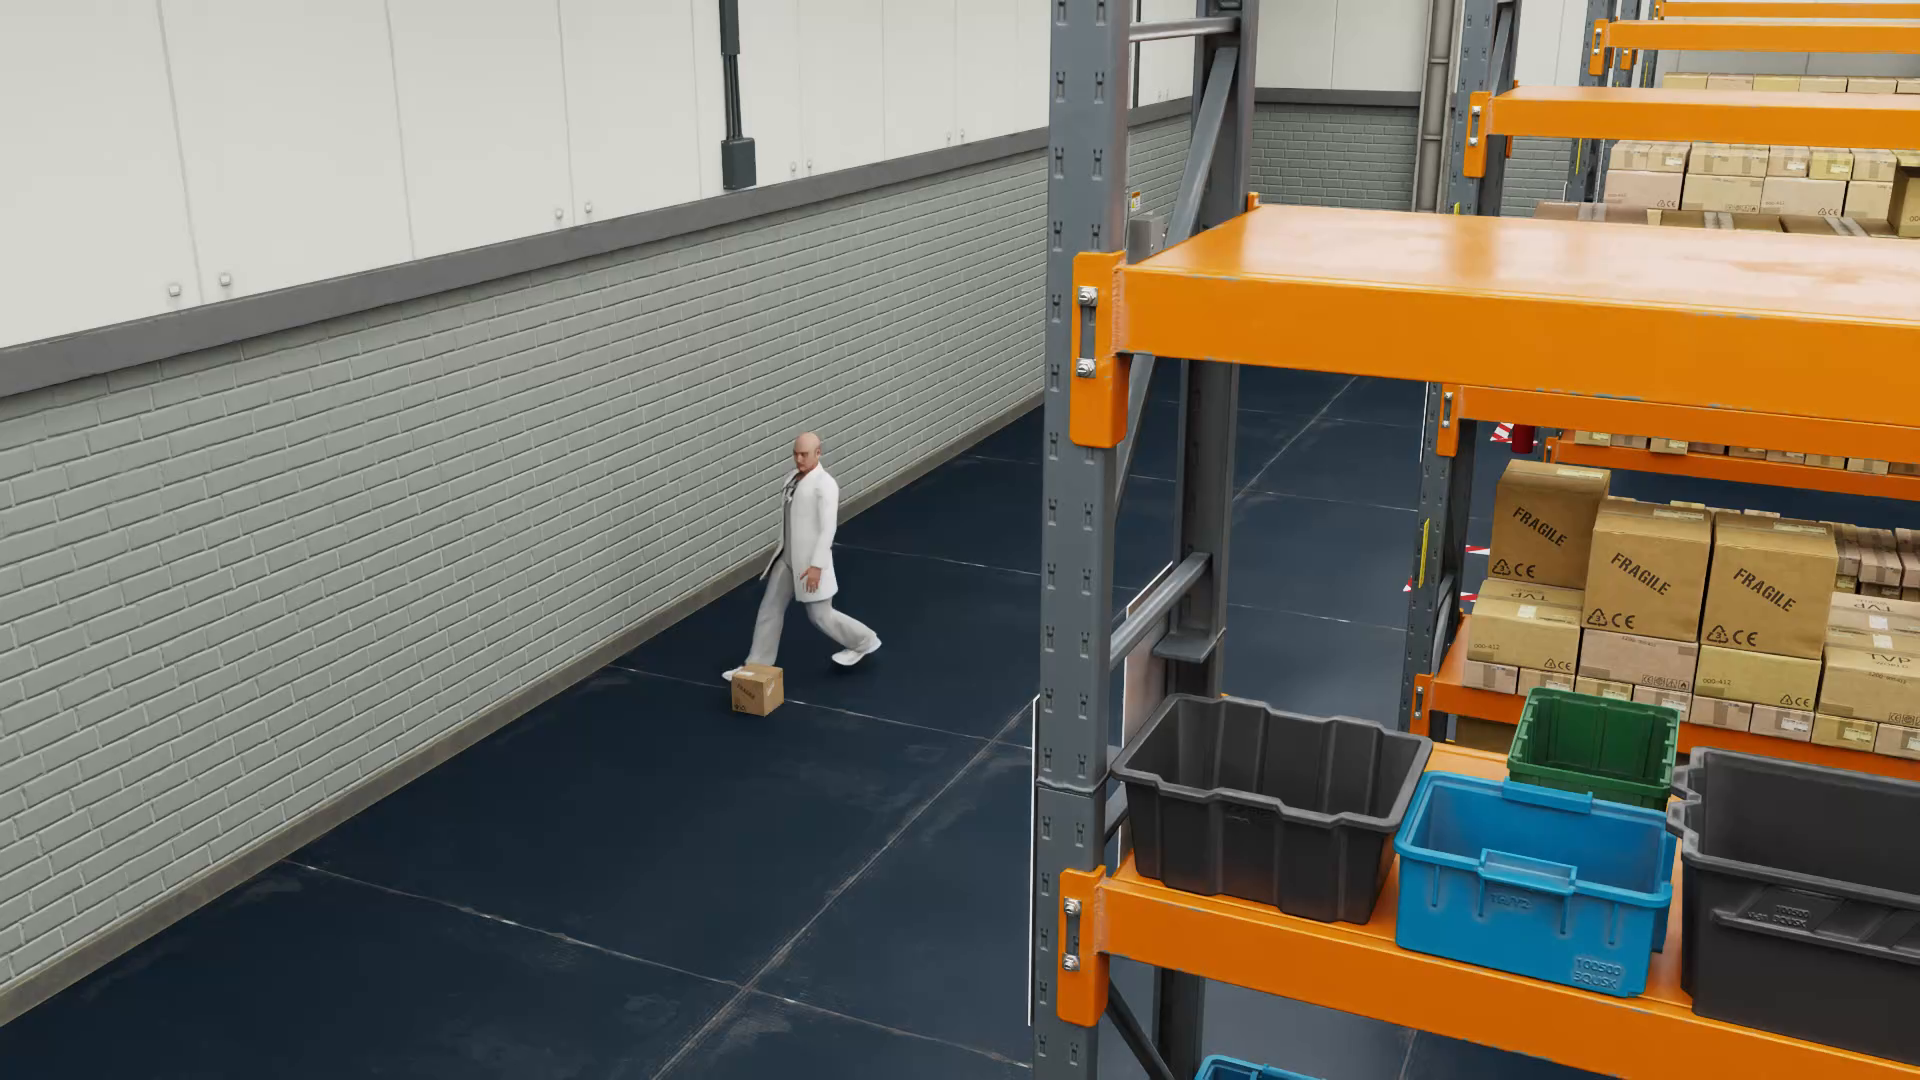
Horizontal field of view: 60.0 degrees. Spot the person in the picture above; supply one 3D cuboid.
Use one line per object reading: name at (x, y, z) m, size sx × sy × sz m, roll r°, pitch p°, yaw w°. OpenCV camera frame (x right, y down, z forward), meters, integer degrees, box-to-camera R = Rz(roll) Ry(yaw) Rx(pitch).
person at (-1.098, 0.131, 11.276) m, size 1.103 × 1.727 × 0.616 m, roll -14°, pitch 23°, yaw -35°
